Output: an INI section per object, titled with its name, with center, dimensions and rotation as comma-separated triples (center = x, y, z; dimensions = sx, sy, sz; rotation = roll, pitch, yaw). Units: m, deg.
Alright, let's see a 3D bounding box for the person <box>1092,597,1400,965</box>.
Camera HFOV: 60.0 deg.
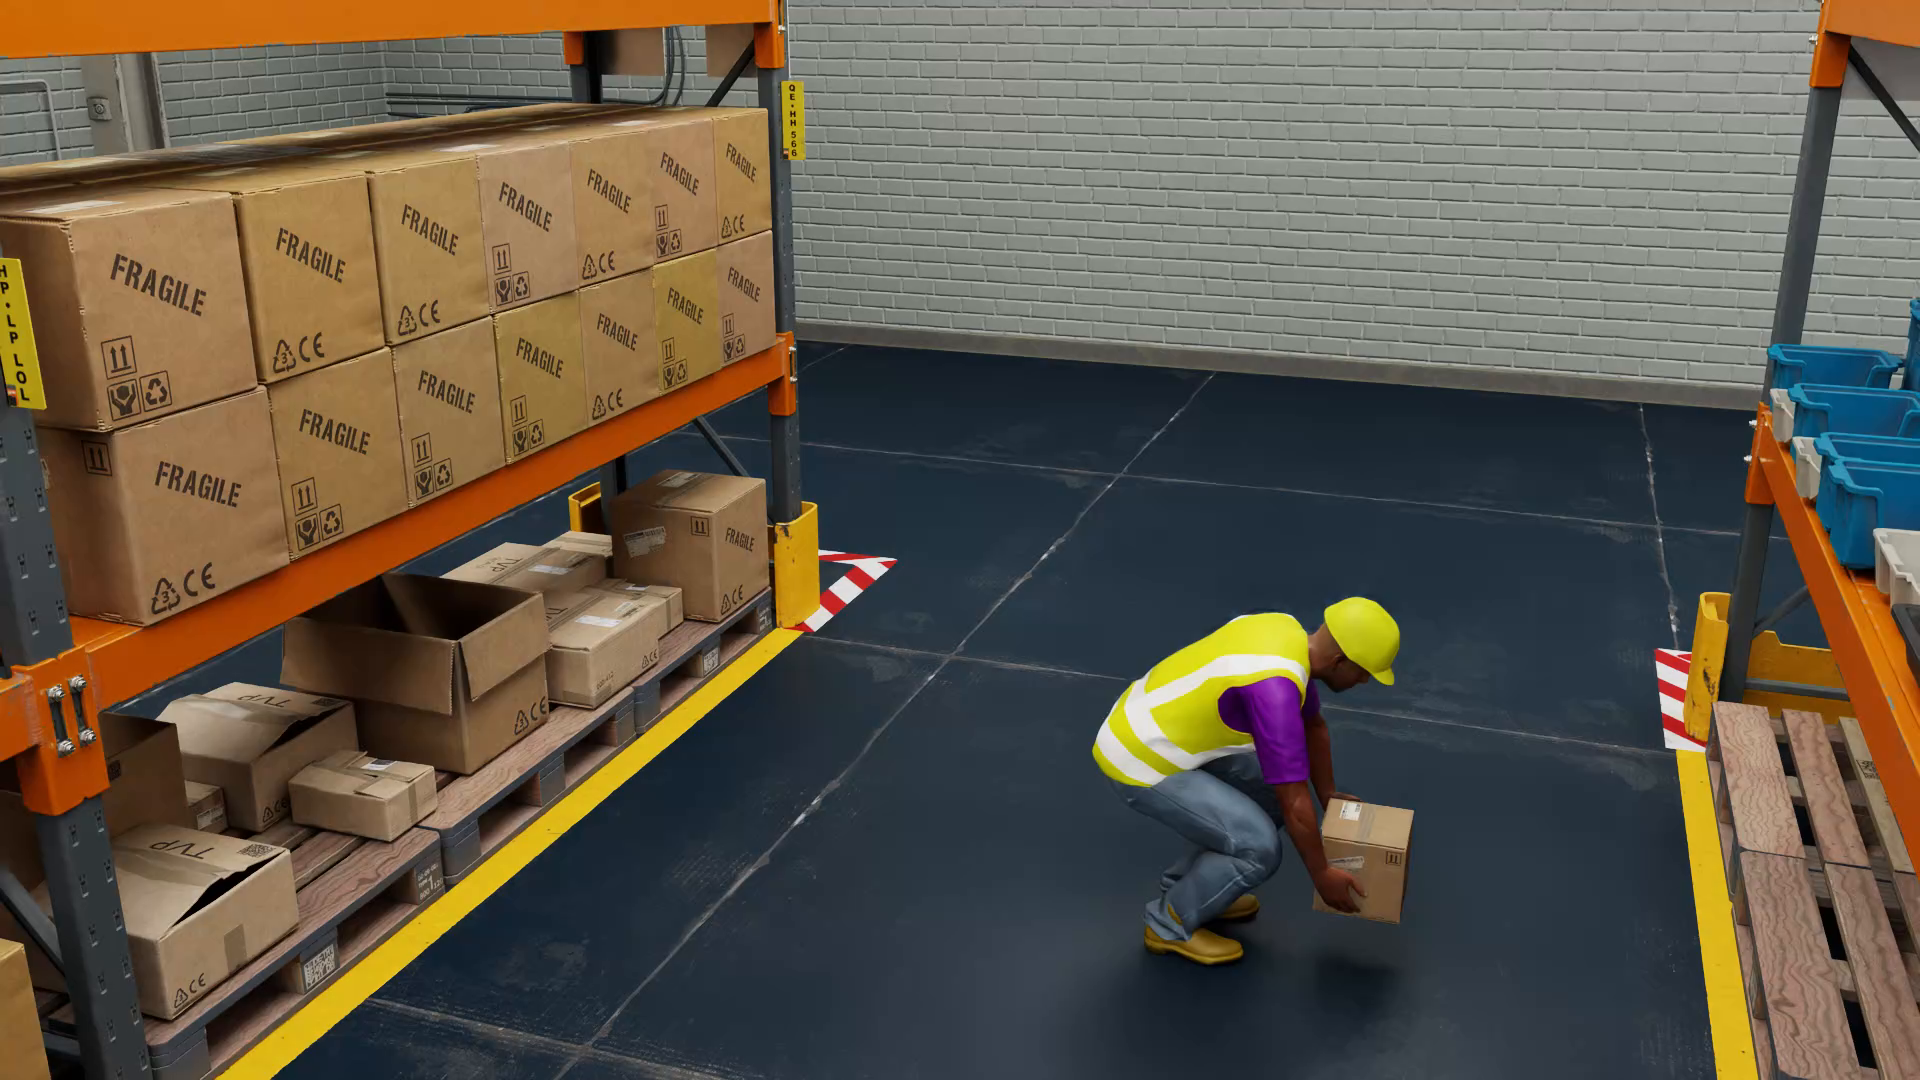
[person]
center = 0.848, 0.674, 5.015
dimensions = 0.857, 1.133, 0.607
rotation = 6, 20, 18
